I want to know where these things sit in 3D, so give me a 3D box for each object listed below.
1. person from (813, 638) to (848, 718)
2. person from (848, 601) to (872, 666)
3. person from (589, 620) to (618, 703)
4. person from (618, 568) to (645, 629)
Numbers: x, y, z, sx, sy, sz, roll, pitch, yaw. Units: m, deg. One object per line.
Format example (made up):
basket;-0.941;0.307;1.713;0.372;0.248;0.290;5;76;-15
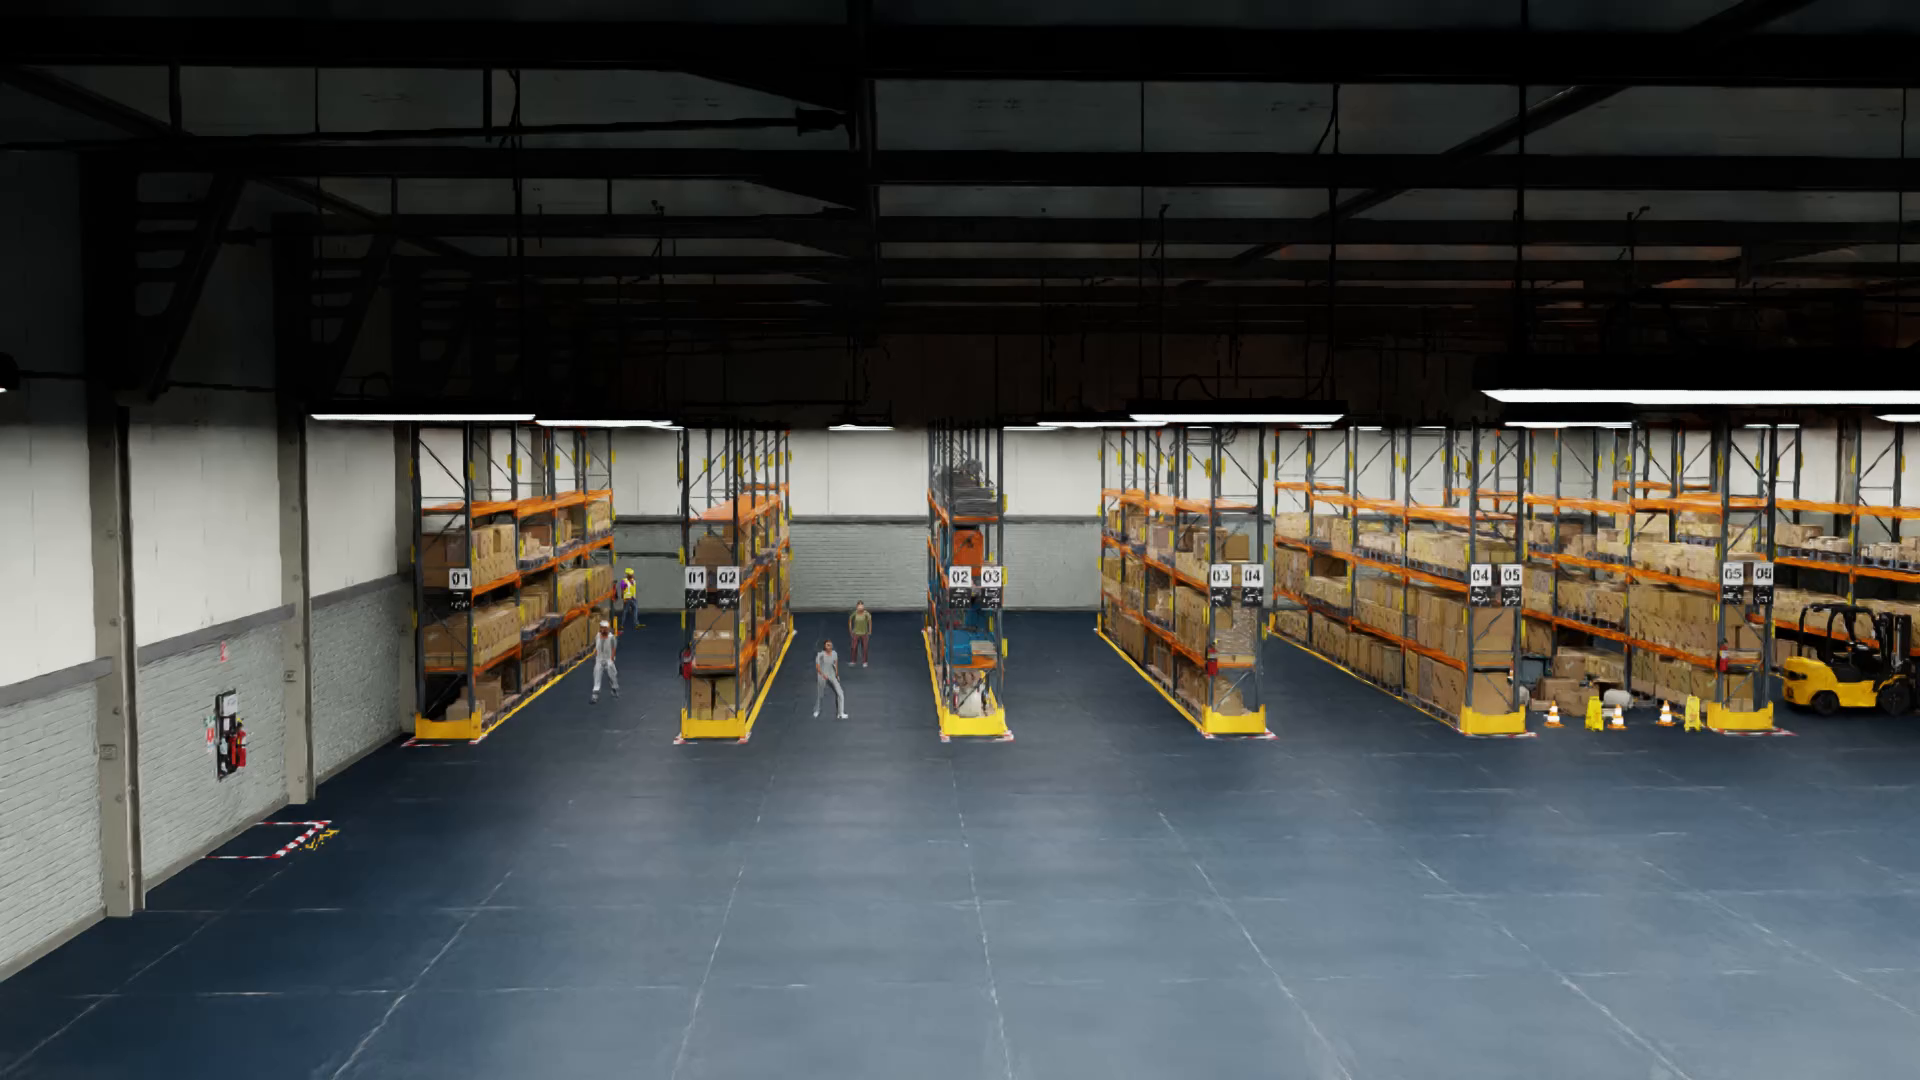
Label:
person;-2.630;2.756;33.165;0.600;1.589;0.790;-2;4;-23
person;-2.434;2.275;40.560;0.598;1.619;0.507;0;4;-5
person;-7.493;2.556;35.117;0.533;1.728;1.036;0;4;6
person;-9.550;1.689;48.175;0.535;1.758;0.732;2;4;33
